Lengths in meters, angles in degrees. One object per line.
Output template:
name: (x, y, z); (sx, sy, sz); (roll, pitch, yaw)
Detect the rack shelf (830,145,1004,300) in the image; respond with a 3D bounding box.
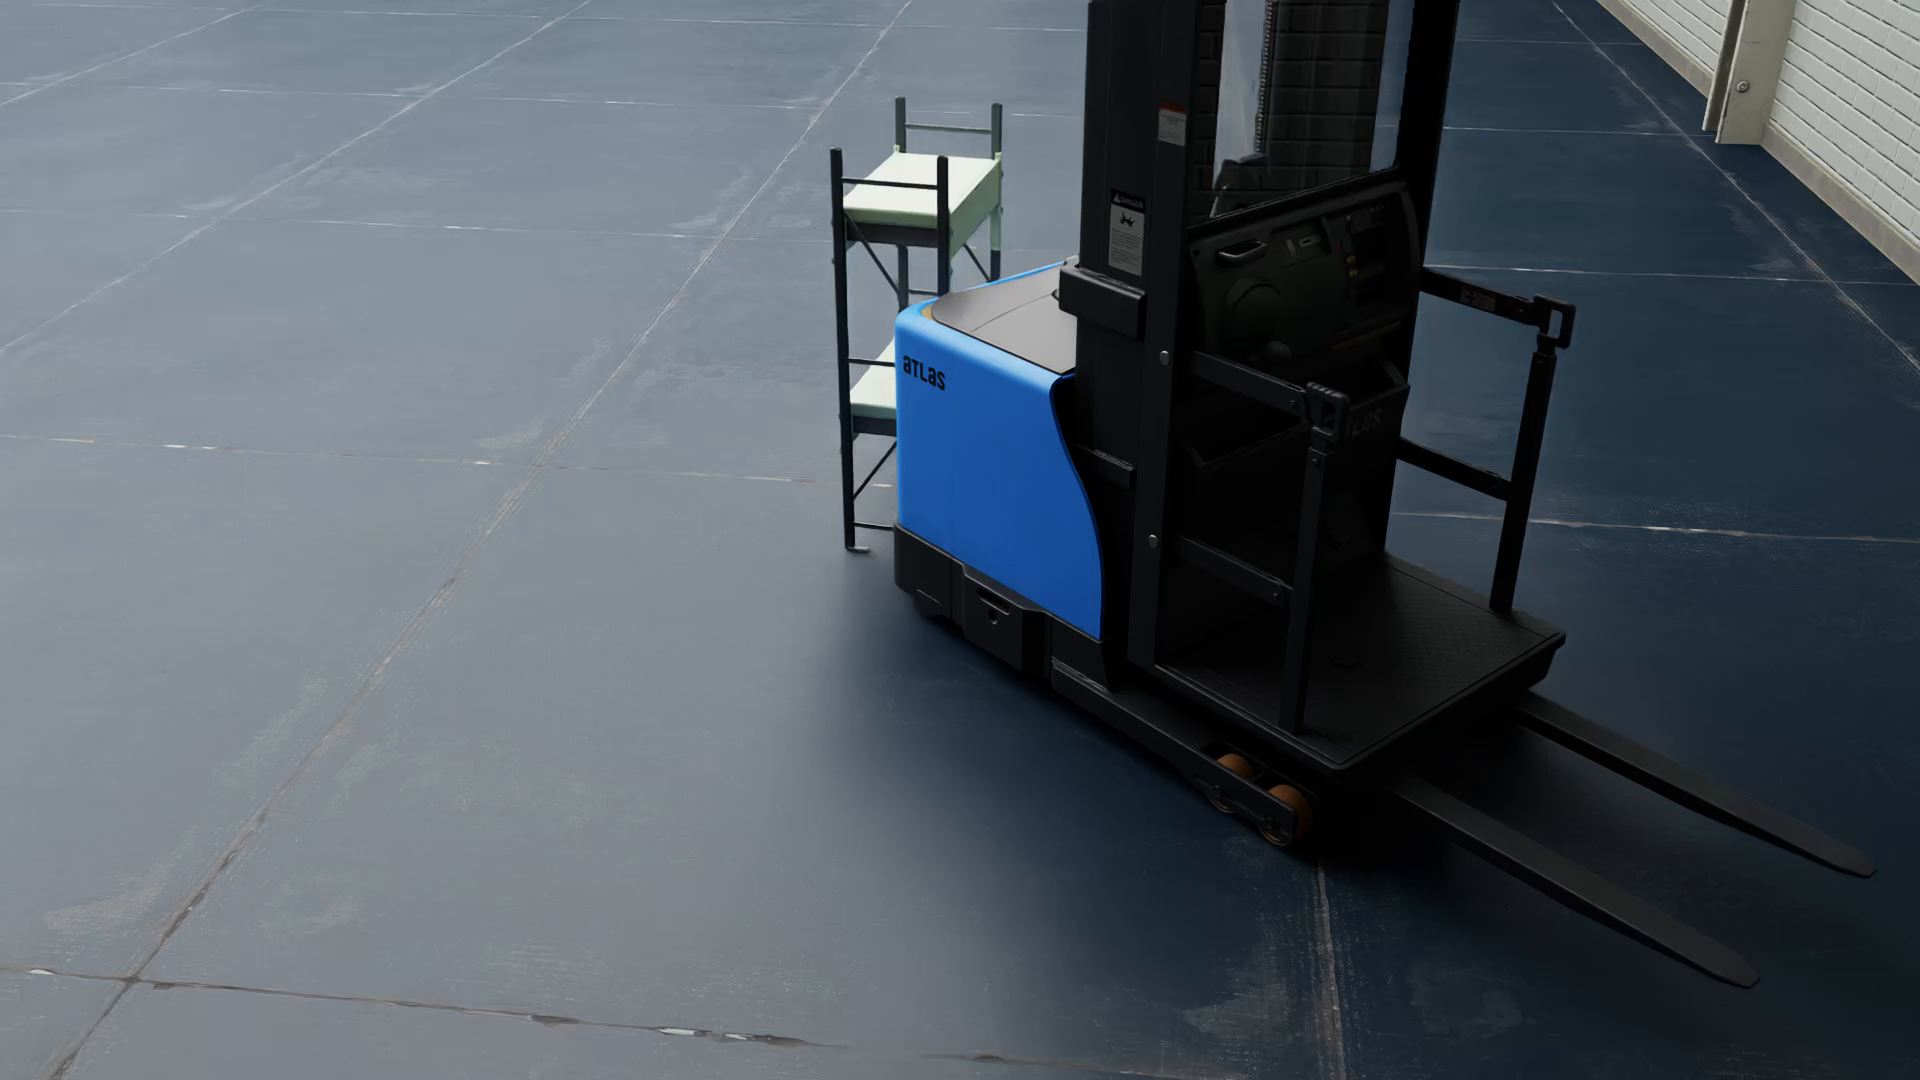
rack shelf: (-0.138, -1.118, 5.922); (0.431, 0.370, 0.720); (7, 29, 13)

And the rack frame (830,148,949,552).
rack frame: (-0.233, -0.607, 5.796); (0.400, 1.500, 0.023); (7, 29, 13)

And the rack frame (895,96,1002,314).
rack frame: (-0.043, -0.942, 6.418); (0.400, 1.500, 0.023); (7, 29, 13)

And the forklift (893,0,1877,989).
forklift: (1.105, -0.706, 4.469); (1.130, 2.935, 3.031); (-22, 35, -35)

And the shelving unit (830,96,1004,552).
shelving unit: (-0.138, -0.775, 6.107); (0.431, 1.500, 0.755); (7, 29, 13)

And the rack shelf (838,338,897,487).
rack shelf: (-0.138, -0.488, 6.262); (0.431, 0.370, 0.720); (7, 29, 13)

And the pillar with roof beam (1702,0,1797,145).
pillar with roof beam: (1.014, -6.972, 9.703); (9.100, 9.000, 0.400); (3, 28, 6)
